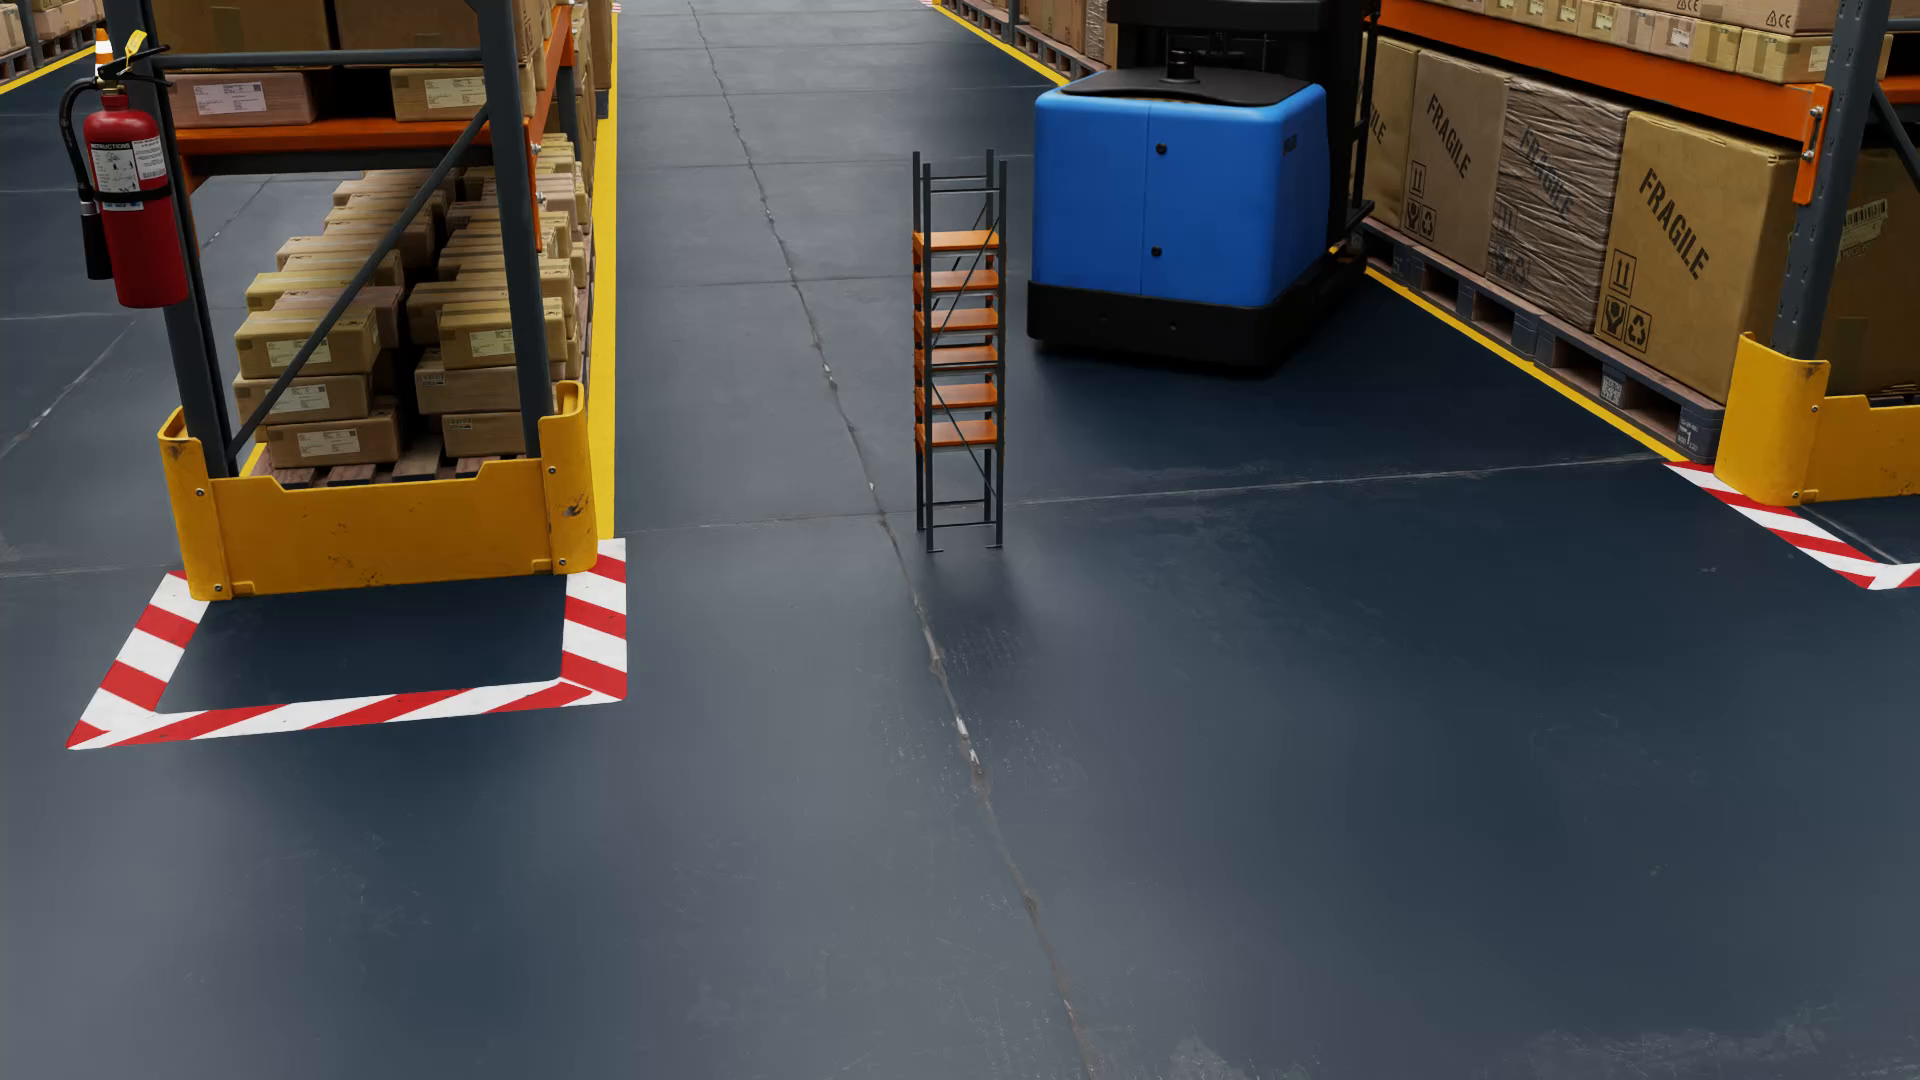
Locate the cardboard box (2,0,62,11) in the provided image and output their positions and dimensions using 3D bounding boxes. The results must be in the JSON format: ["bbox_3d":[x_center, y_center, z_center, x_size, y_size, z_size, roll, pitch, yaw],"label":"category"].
[{"bbox_3d":[-8.601,-5.114,15.186,0.500,0.500,0.500,-3,24,-7],"label":"cardboard box"}]

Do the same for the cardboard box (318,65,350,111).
[{"bbox_3d":[-2.040,-1.365,4.942,0.380,0.149,0.250,-4,24,-10],"label":"cardboard box"}]

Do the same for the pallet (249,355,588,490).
[{"bbox_3d":[-1.822,-0.346,5.780,1.003,0.211,1.213,-4,24,-10],"label":"pallet"}]

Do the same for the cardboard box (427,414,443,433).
[{"bbox_3d":[-1.604,-0.485,5.650,0.380,0.149,0.250,-4,24,-10],"label":"cardboard box"}]

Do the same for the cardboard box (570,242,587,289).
[{"bbox_3d":[-1.833,-1.196,7.277,0.380,0.149,0.250,-4,24,-10],"label":"cardboard box"}]

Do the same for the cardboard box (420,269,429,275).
[{"bbox_3d":[-2.405,-1.195,6.905,0.380,0.149,0.250,-4,24,-10],"label":"cardboard box"}]

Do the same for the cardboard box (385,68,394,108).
[{"bbox_3d":[-1.518,-1.406,5.035,0.380,0.149,0.250,-3,24,-8],"label":"cardboard box"}]

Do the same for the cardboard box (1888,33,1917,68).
[{"bbox_3d":[3.410,-1.749,5.822,0.380,0.149,0.250,-5,24,-11],"label":"cardboard box"}]

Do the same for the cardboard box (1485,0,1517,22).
[{"bbox_3d":[2.479,-2.304,7.091,0.380,0.149,0.250,-5,24,-11],"label":"cardboard box"}]

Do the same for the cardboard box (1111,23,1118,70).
[{"bbox_3d":[1.828,-3.692,12.086,1.225,0.875,0.875,-5,24,-12],"label":"cardboard box"}]

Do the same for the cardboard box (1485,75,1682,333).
[{"bbox_3d":[2.835,-1.422,6.888,0.875,0.875,0.875,-4,24,-10],"label":"cardboard box"}]

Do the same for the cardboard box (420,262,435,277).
[{"bbox_3d":[-2.401,-1.057,6.960,0.380,0.149,0.250,-5,24,-11],"label":"cardboard box"}]

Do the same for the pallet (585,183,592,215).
[{"bbox_3d":[-2.578,-1.874,9.277,1.003,0.211,1.213,-4,24,-10],"label":"pallet"}]

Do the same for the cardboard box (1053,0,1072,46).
[{"bbox_3d":[1.248,-4.724,14.891,0.700,0.500,0.500,-6,24,-14],"label":"cardboard box"}]

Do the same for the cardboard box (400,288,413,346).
[{"bbox_3d":[-2.117,-0.799,5.997,0.380,0.149,0.250,-5,24,-10],"label":"cardboard box"}]

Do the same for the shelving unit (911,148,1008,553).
[{"bbox_3d":[-0.003,-0.556,5.023,0.258,1.200,0.189,-4,24,-10],"label":"shelving unit"}]

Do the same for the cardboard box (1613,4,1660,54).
[{"bbox_3d":[2.671,-1.900,6.166,0.380,0.149,0.250,-4,24,-9],"label":"cardboard box"}]

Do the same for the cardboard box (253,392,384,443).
[{"bbox_3d":[-2.142,-0.444,5.555,0.380,0.149,0.250,-4,24,-8],"label":"cardboard box"}]

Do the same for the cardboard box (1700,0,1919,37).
[{"bbox_3d":[2.850,-1.838,5.527,0.500,0.250,0.500,-5,24,-11],"label":"cardboard box"}]

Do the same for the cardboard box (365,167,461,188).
[{"bbox_3d":[-2.484,-1.645,7.562,0.380,0.149,0.250,-5,24,-10],"label":"cardboard box"}]

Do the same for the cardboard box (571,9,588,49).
[{"bbox_3d":[-2.605,-3.161,10.402,0.500,0.250,0.500,-4,24,-9],"label":"cardboard box"}]

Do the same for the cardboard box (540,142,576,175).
[{"bbox_3d":[-2.024,-1.786,7.886,0.380,0.149,0.250,-4,24,-9],"label":"cardboard box"}]

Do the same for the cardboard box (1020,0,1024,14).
[{"bbox_3d":[0.834,-5.752,17.270,0.500,0.500,0.500,3,24,7],"label":"cardboard box"}]

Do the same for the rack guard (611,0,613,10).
[{"bbox_3d":[-4.656,-6.430,19.347,1.175,0.500,0.348,-4,24,-10],"label":"rack guard"}]

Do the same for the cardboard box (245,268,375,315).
[{"bbox_3d":[-2.202,-0.816,5.664,0.380,0.149,0.250,-5,24,-11],"label":"cardboard box"}]

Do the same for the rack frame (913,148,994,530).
[{"bbox_3d":[-0.020,-0.592,5.105,0.240,1.200,0.006,-4,24,-10],"label":"rack frame"}]

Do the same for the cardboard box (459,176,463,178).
[{"bbox_3d":[-2.817,-2.165,9.058,0.500,0.500,0.500,-5,24,-11],"label":"cardboard box"}]

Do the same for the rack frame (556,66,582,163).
[{"bbox_3d":[-2.432,-2.846,8.018,1.000,3.000,0.127,-4,24,-10],"label":"rack frame"}]

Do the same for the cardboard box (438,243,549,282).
[{"bbox_3d":[-1.673,-0.962,5.998,0.380,0.149,0.250,-5,24,-12],"label":"cardboard box"}]

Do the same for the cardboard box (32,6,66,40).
[{"bbox_3d":[-8.601,-4.771,15.336,0.500,0.250,0.500,-5,24,-12],"label":"cardboard box"}]

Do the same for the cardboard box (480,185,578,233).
[{"bbox_3d":[-1.797,-1.376,6.947,0.380,0.149,0.250,-5,24,-12],"label":"cardboard box"}]

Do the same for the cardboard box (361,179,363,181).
[{"bbox_3d":[-2.680,-1.702,8.064,0.380,0.149,0.250,-3,24,-7],"label":"cardboard box"}]

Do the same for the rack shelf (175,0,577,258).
[{"bbox_3d":[-2.062,-1.729,6.361,1.077,0.370,4.000,-4,24,-10],"label":"rack shelf"}]

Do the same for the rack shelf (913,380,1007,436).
[{"bbox_3d":[-0.003,-0.405,5.089,0.258,0.103,0.180,-4,24,-10],"label":"rack shelf"}]

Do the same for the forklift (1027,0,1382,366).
[{"bbox_3d":[1.352,-2.598,7.536,1.130,2.935,3.031,10,26,22],"label":"forklift"}]

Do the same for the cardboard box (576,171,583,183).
[{"bbox_3d":[-1.999,-1.662,7.973,0.380,0.149,0.250,-5,24,-12],"label":"cardboard box"}]

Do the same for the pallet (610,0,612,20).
[{"bbox_3d":[-4.426,-5.979,18.676,1.003,0.211,1.213,-4,24,-10],"label":"pallet"}]

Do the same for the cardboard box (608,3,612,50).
[{"bbox_3d":[-3.534,-4.537,14.176,1.050,0.750,0.750,-4,24,-10],"label":"cardboard box"}]

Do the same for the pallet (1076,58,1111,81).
[{"bbox_3d":[1.578,-3.776,13.632,1.003,0.211,1.213,-4,24,-10],"label":"pallet"}]

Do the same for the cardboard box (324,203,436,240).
[{"bbox_3d":[-2.308,-1.237,6.628,0.380,0.149,0.250,-4,24,-9],"label":"cardboard box"}]

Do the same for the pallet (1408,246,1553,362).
[{"bbox_3d":[2.754,-1.109,7.526,1.003,0.211,1.213,-4,24,-10],"label":"pallet"}]

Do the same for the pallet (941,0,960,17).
[{"bbox_3d":[0.372,-6.263,19.327,1.003,0.211,1.213,-4,24,-10],"label":"pallet"}]

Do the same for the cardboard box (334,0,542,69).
[{"bbox_3d":[-1.504,-1.651,4.787,0.500,0.500,0.500,-3,24,-7],"label":"cardboard box"}]

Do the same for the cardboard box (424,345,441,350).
[{"bbox_3d":[-1.664,-0.721,5.819,0.380,0.149,0.250,-4,24,-9],"label":"cardboard box"}]

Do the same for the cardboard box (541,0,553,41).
[{"bbox_3d":[-1.790,-2.026,6.455,0.380,0.149,0.250,-4,24,-9],"label":"cardboard box"}]
